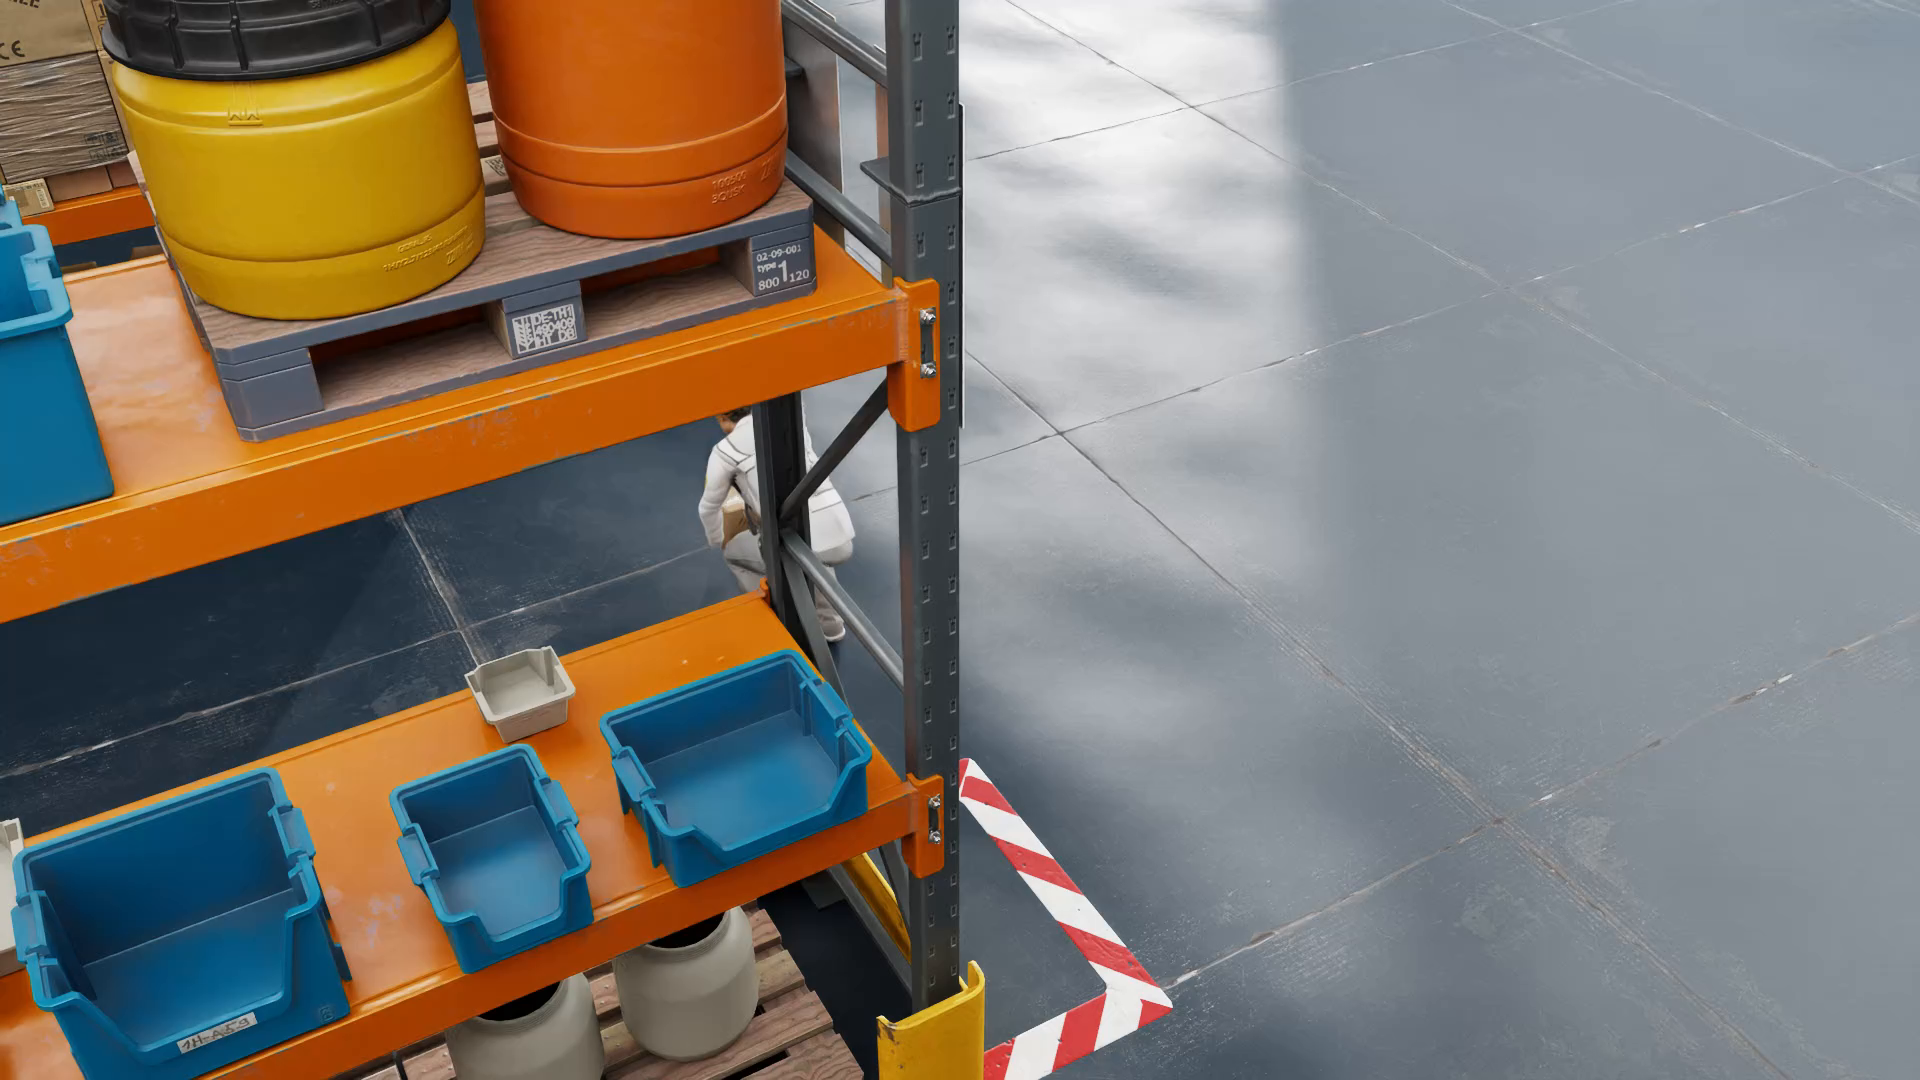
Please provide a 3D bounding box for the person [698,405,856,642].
[{"bbox_3d":[-0.761,-0.090,6.729,0.512,1.116,0.808,-19,41,-24],"label":"person"}]
